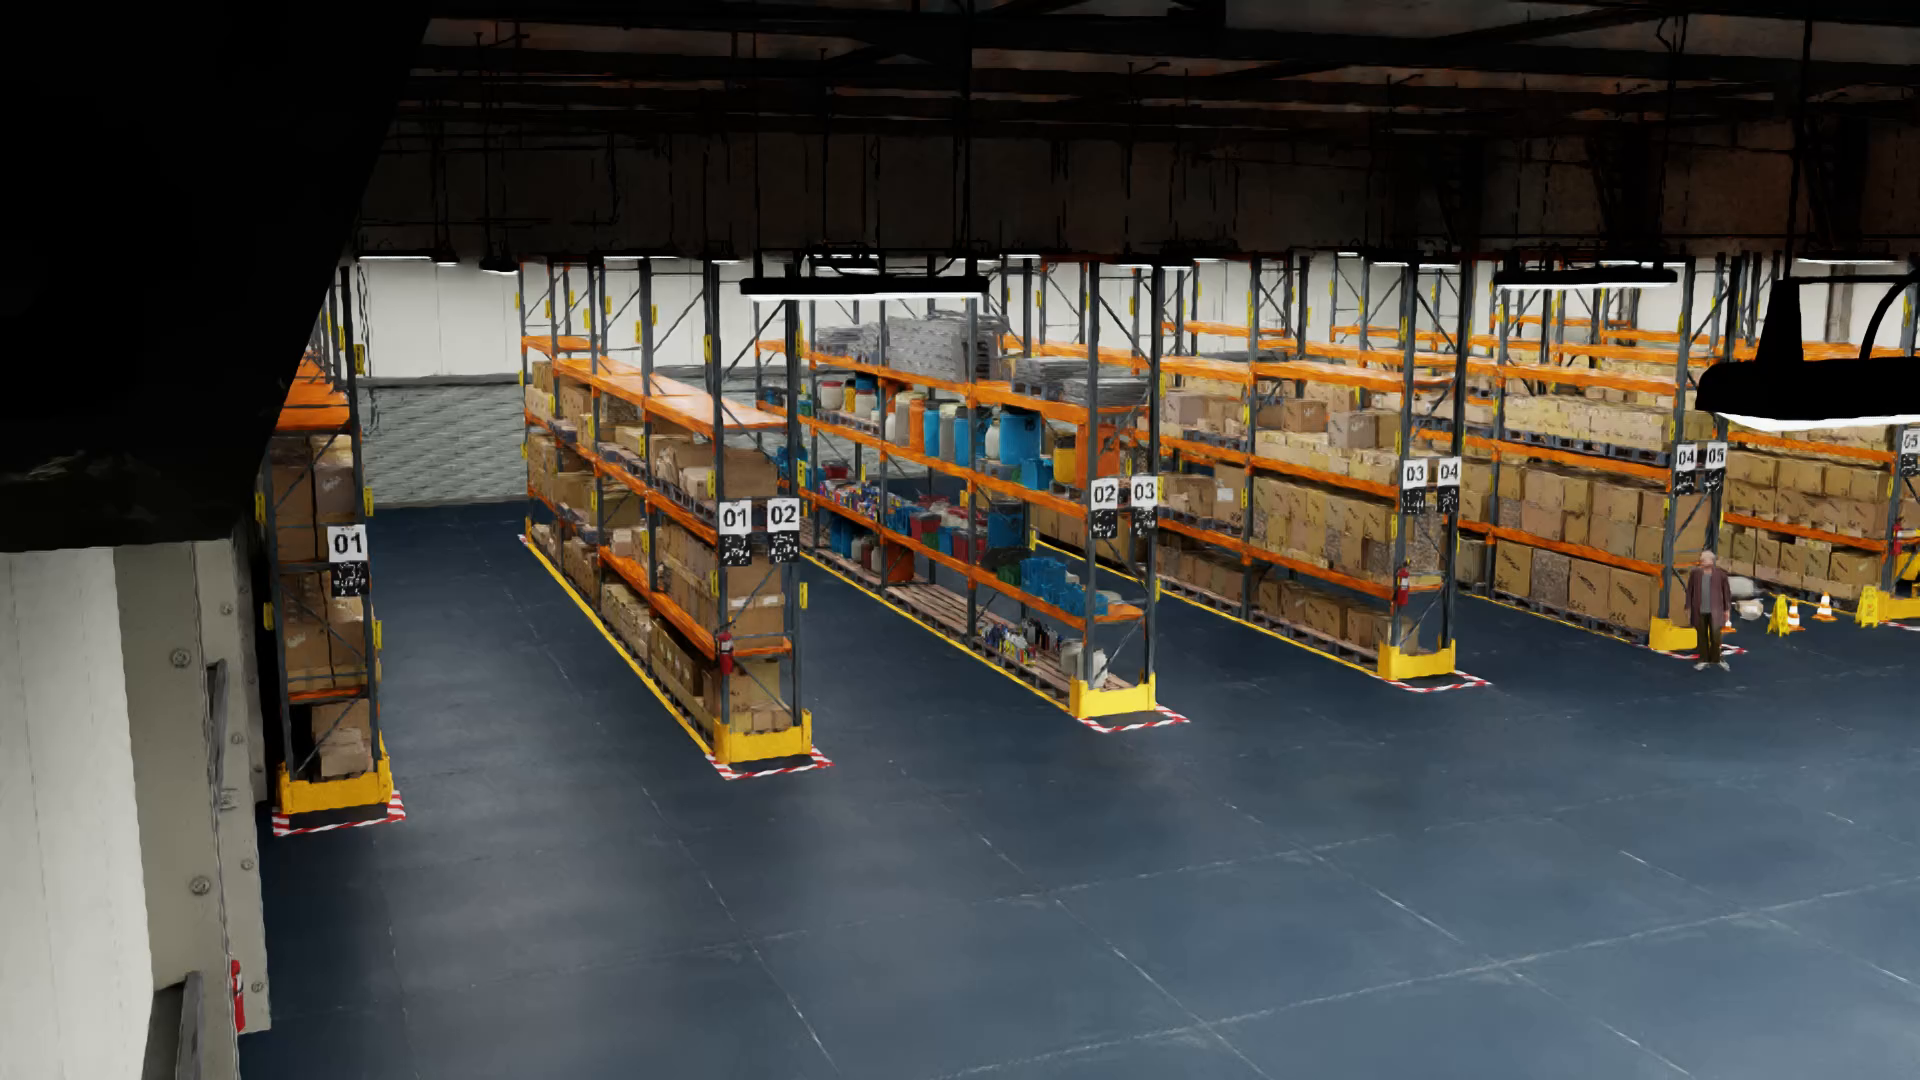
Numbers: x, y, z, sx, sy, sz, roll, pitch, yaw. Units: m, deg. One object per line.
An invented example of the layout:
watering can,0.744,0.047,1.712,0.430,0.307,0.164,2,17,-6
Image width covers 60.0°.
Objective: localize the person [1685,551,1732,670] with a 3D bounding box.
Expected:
person,11.002,1.033,24.408,0.687,1.773,0.454,7,13,35
